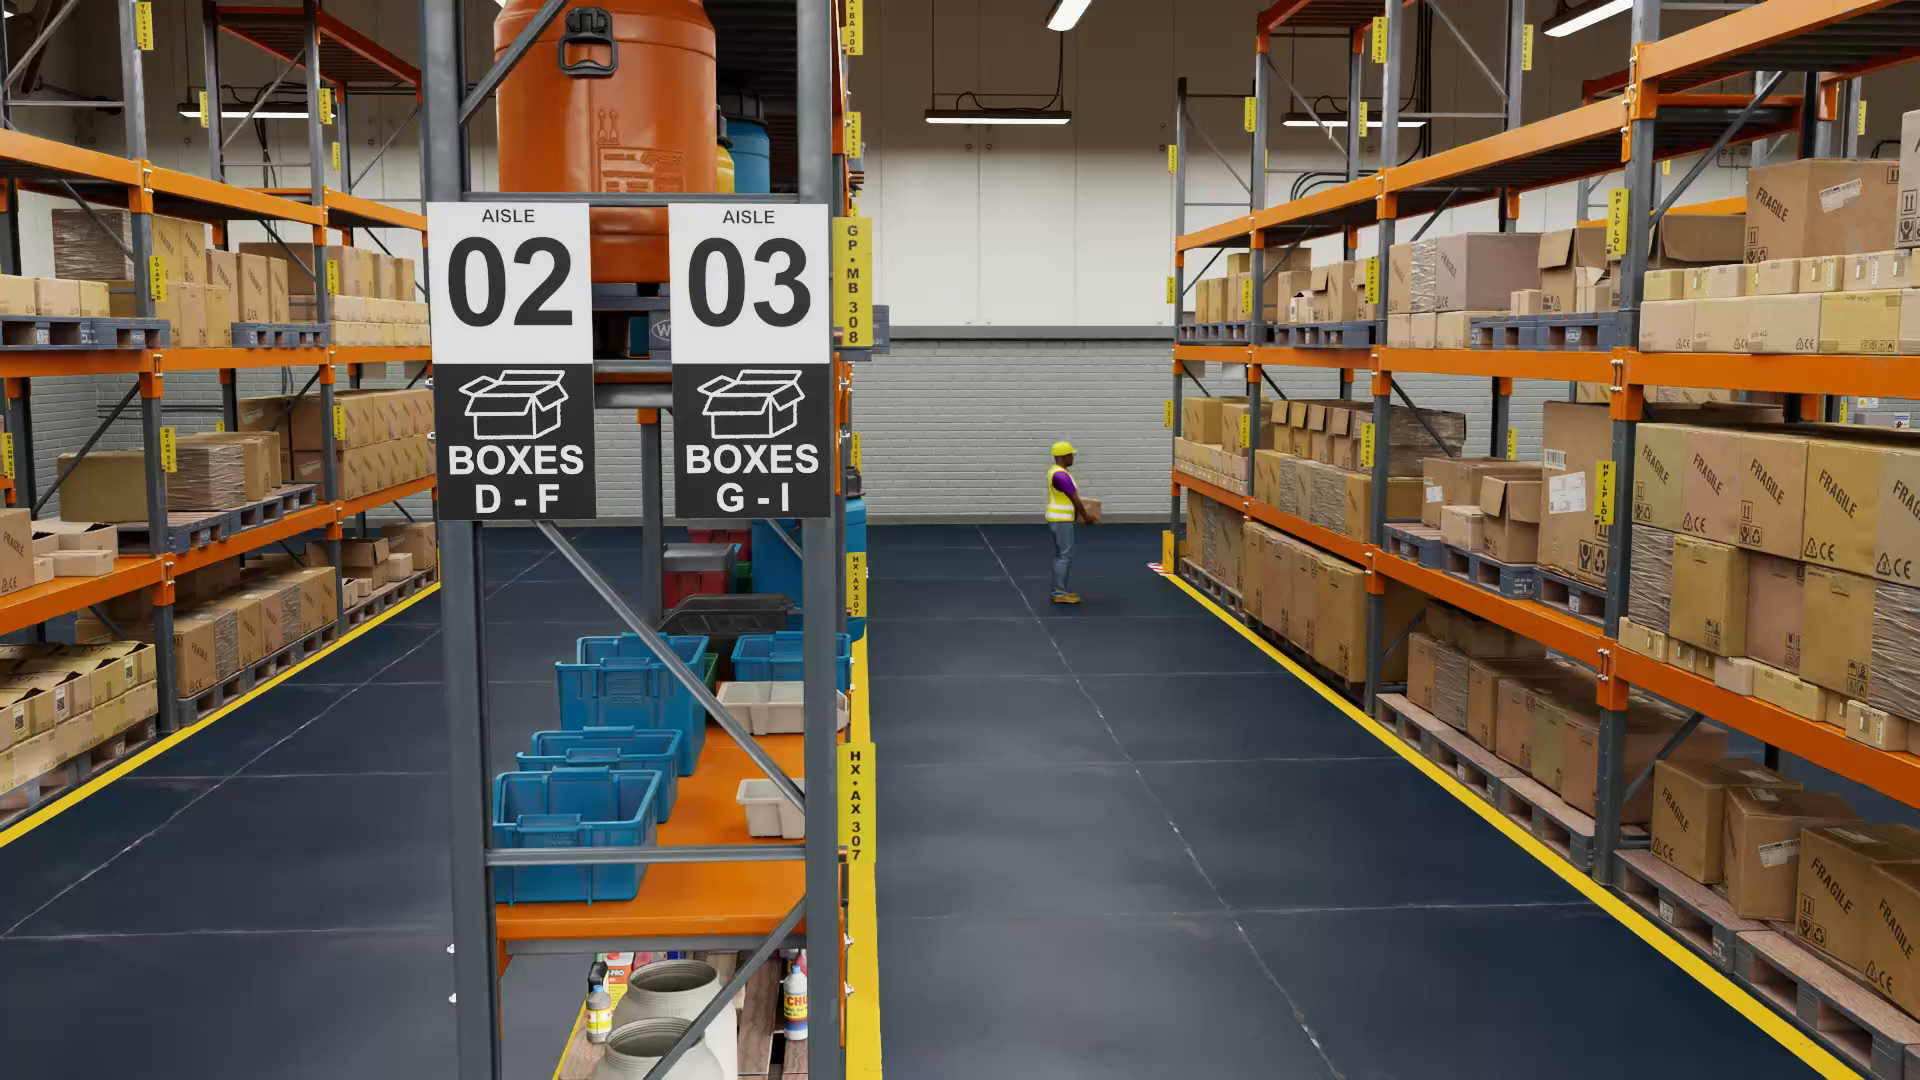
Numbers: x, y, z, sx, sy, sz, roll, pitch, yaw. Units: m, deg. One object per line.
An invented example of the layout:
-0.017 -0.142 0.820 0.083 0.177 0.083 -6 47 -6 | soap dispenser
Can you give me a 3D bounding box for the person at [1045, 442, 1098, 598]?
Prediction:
1.226 -0.232 18.336 0.560 1.702 0.473 -1 7 -4 | person
